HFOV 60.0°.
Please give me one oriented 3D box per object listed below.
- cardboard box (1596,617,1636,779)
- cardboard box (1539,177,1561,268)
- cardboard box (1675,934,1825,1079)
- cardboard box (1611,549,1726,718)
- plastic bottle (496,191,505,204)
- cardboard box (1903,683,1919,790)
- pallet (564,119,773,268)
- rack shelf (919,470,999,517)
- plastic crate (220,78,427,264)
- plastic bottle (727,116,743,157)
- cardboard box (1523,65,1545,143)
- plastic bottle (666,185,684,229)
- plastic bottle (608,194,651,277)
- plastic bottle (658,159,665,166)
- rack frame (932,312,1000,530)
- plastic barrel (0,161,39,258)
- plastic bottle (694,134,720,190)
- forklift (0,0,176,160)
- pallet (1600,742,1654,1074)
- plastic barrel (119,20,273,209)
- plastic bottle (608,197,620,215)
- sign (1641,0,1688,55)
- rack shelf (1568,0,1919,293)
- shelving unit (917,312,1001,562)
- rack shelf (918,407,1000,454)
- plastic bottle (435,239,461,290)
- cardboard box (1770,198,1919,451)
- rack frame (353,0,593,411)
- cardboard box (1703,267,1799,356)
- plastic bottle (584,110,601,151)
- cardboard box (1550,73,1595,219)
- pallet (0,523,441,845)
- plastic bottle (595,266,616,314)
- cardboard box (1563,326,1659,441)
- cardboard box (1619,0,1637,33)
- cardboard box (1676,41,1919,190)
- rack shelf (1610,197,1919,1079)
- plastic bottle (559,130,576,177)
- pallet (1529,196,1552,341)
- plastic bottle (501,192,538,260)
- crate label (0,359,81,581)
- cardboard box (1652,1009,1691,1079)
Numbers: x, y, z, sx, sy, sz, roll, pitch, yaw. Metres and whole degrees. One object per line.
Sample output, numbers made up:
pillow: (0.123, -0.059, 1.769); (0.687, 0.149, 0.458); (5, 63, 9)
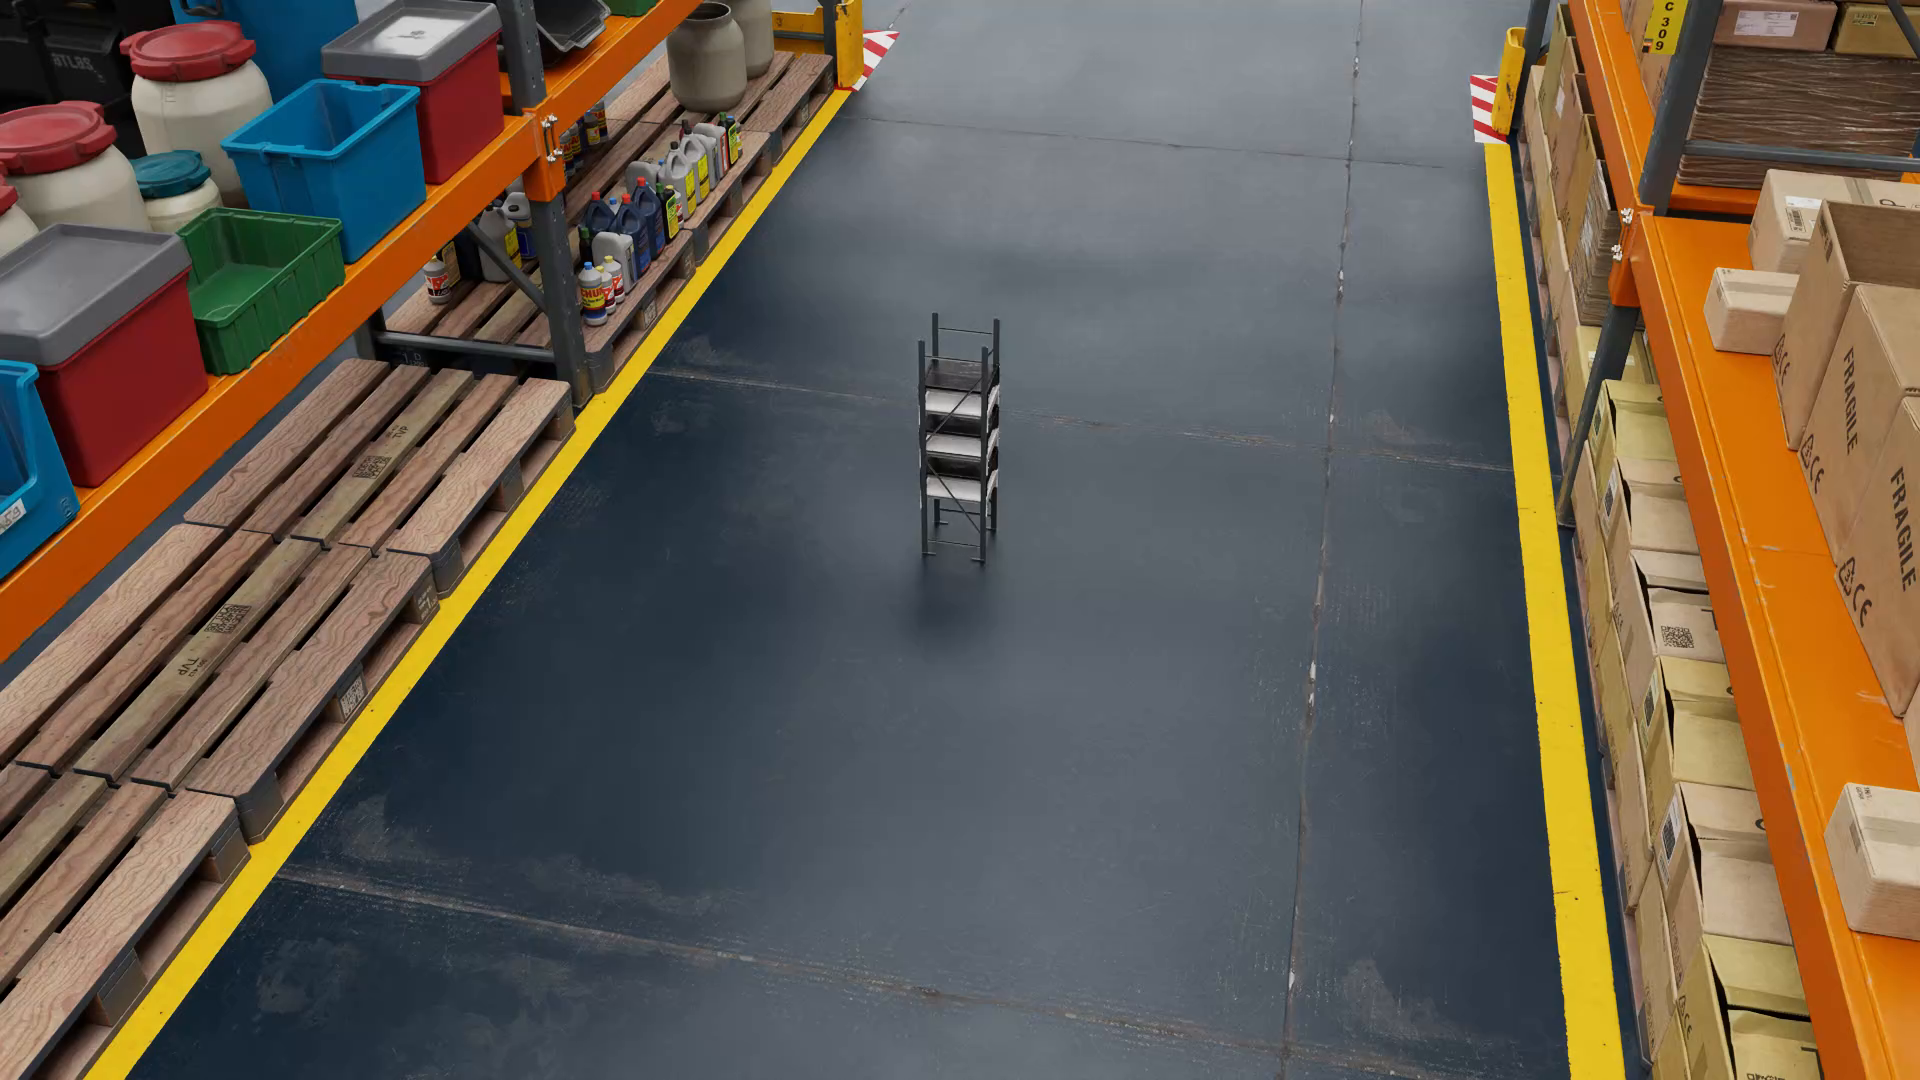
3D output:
cardboard box: (2.224, 0.499, 4.990); (0.500, 0.250, 0.500); (6, 36, 9)
cardboard box: (2.971, -1.445, 7.673); (0.500, 0.250, 0.500); (7, 37, 10)
cardboard box: (1.892, 1.145, 3.621); (0.500, 0.311, 0.500); (7, 36, 9)
cardboard box: (2.217, 0.271, 4.828); (0.500, 0.311, 0.500); (6, 36, 8)
plastic bottle: (-2.177, -1.550, 7.772); (0.061, 0.283, 0.133); (10, 37, 13)
cardboard box: (2.133, 0.422, 3.325); (0.380, 0.149, 0.250); (10, 37, 13)
pallet: (-1.625, -1.810, 8.567); (1.003, 0.211, 1.213); (7, 37, 10)
rack shelf: (-0.002, -0.187, 6.105); (0.258, 0.077, 0.200); (7, 37, 10)
plastic crate: (-2.000, -1.180, 5.335); (0.392, 0.384, 0.575); (7, 37, 10)
plastic bottle: (-1.178, -2.088, 8.584); (0.097, 0.201, 0.097); (0, 36, 0)
cardboard box: (3.293, -2.305, 8.859); (0.500, 0.250, 0.500); (7, 37, 10)
plastic bottle: (-1.367, -1.581, 7.885); (0.097, 0.201, 0.097); (0, 36, 0)
plastic bottle: (-1.490, -1.374, 7.472); (0.144, 0.351, 0.185); (8, 37, 11)
plastic bottle: (-1.447, -1.762, 8.135); (0.097, 0.201, 0.097); (0, 36, 0)
rack frame: (0.020, -0.418, 6.060); (0.240, 0.900, 0.006); (7, 37, 10)
plastic barrel: (-2.736, -0.723, 4.576); (0.433, 0.535, 0.433); (0, 36, 0)
plastic bottle: (-1.288, -1.898, 8.258); (0.152, 0.276, 0.135); (6, 36, 9)
forklift: (-4.418, -2.649, 7.407); (1.130, 2.935, 3.031); (11, 37, 14)
pallet: (2.393, 1.023, 4.658); (1.003, 0.211, 1.213); (7, 37, 10)
plastic barrel: (-2.487, -1.392, 5.498); (0.433, 0.535, 0.433); (0, 36, 0)
plastic bottle: (-1.577, -1.440, 7.631); (0.097, 0.271, 0.097); (0, 36, 0)
sign: (2.228, -1.686, 5.215); (0.100, 0.325, 0.005); (7, 37, 10)
rack shelf: (3.197, -2.090, 7.190); (1.077, 0.370, 4.000); (7, 37, 10)
shelving unit: (-0.002, -0.360, 5.980); (0.258, 0.900, 0.210); (7, 37, 10)
rack shelf: (-0.002, -0.406, 5.946); (0.258, 0.077, 0.200); (7, 37, 10)
plastic bottle: (-2.287, -1.253, 7.363); (0.061, 0.283, 0.133); (9, 37, 12)
cardboard box: (2.478, -0.535, 4.347); (0.500, 0.500, 0.500); (10, 37, 13)
rack frame: (-2.068, -1.858, 6.257); (1.000, 3.000, 0.127); (7, 37, 10)
cardboard box: (2.381, -0.650, 4.805); (0.380, 0.149, 0.250); (7, 37, 10)
plastic bottle: (-1.927, -2.136, 8.651); (0.097, 0.201, 0.097); (0, 36, 0)
cardboard box: (2.970, -1.749, 7.453); (0.500, 0.500, 0.500); (7, 37, 10)
pallet: (-2.456, 0.428, 5.479); (1.003, 0.211, 1.213); (7, 37, 10)
plastic bottle: (-1.550, -1.089, 7.206); (0.097, 0.201, 0.097); (0, 36, 0)
cardboard box: (2.656, -0.584, 6.486); (0.500, 0.250, 0.500); (7, 37, 10)
cardboard box: (3.184, -2.414, 6.940); (0.700, 0.500, 0.500); (8, 37, 11)
cardboard box: (2.859, -1.530, 5.720); (0.700, 0.500, 0.500); (6, 36, 9)
rack shelf: (2.343, 0.203, 4.026); (1.077, 0.370, 4.000); (7, 37, 10)
plastic bottle: (-2.000, -1.970, 8.362); (0.097, 0.271, 0.097); (0, 36, 0)
pallet: (3.239, -1.258, 7.805); (1.003, 0.211, 1.213); (7, 37, 10)
plastic bottle: (-2.021, -1.444, 7.632); (0.152, 0.276, 0.135); (7, 37, 10)
crate label: (-2.446, -0.114, 3.822); (0.502, 0.435, 0.616); (7, 37, 10)
cardboard box: (1.897, 1.374, 3.784); (0.500, 0.250, 0.500); (7, 37, 9)
